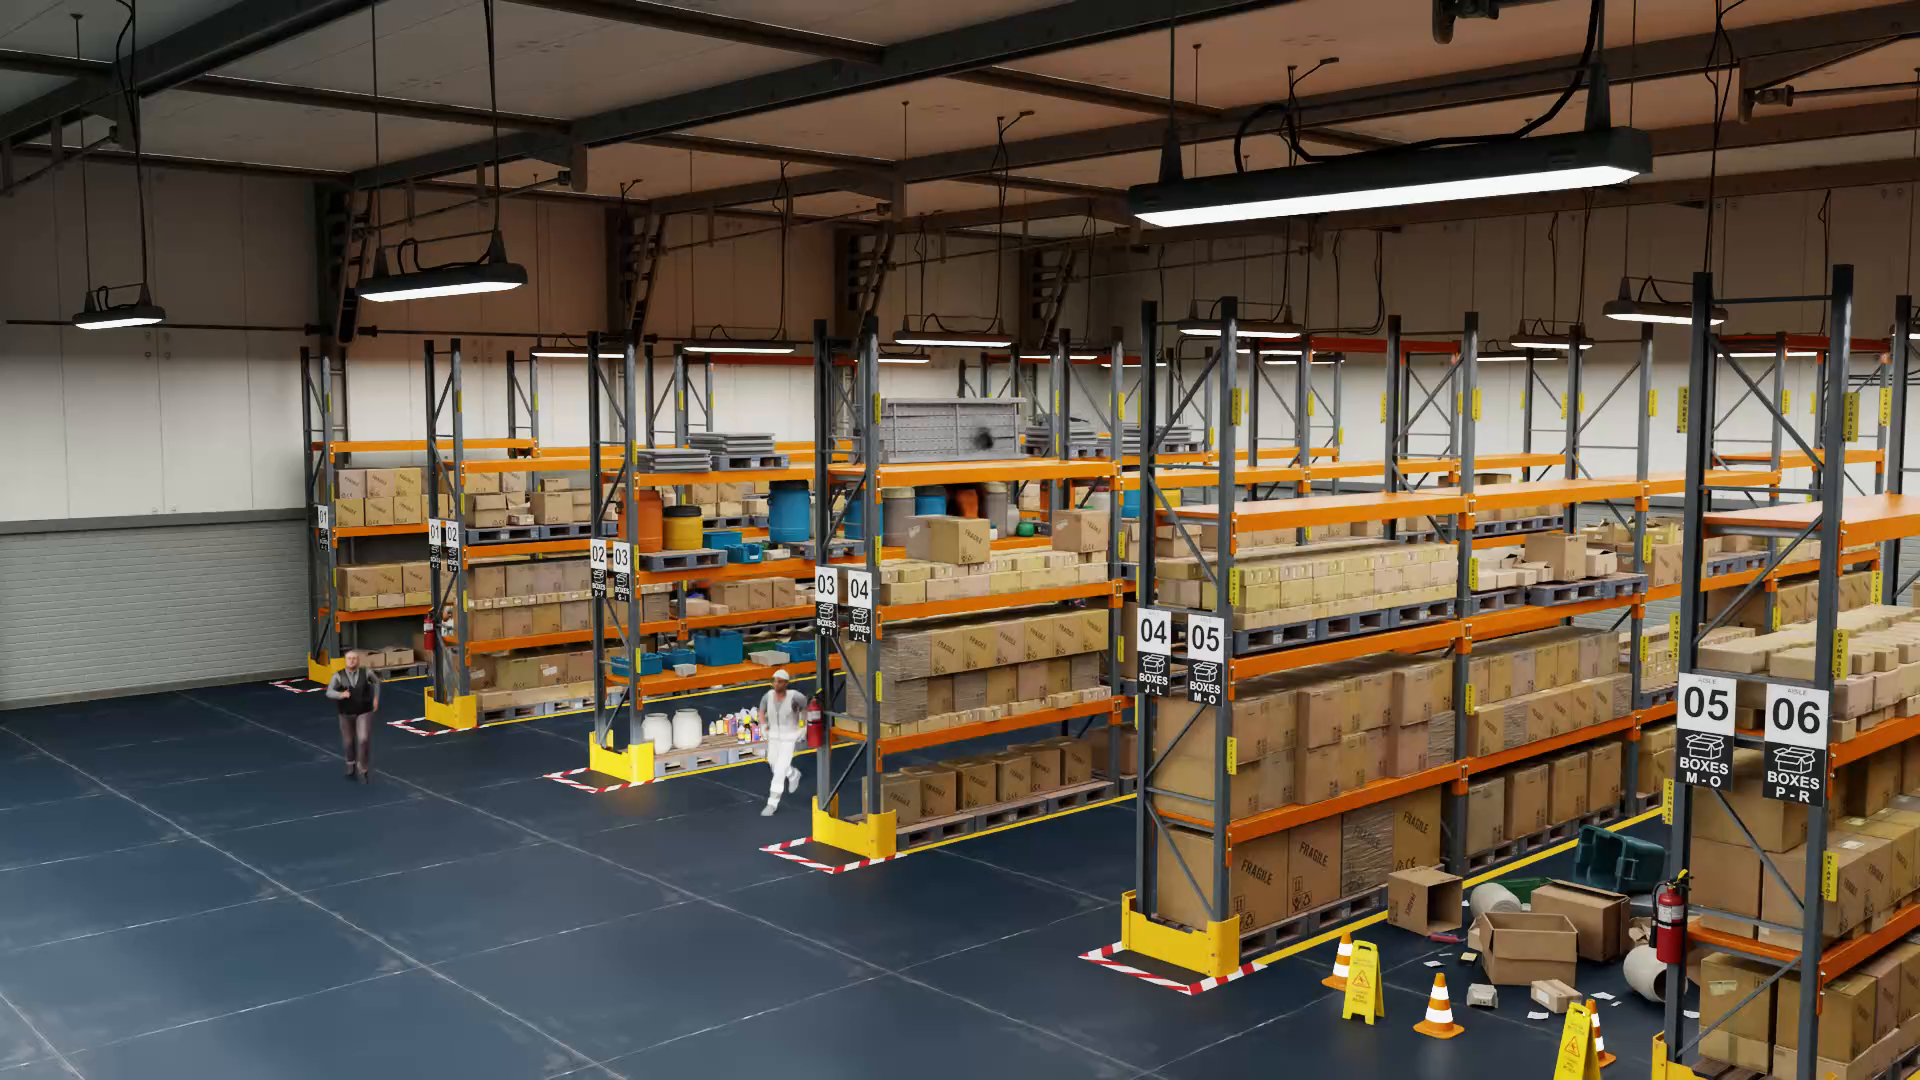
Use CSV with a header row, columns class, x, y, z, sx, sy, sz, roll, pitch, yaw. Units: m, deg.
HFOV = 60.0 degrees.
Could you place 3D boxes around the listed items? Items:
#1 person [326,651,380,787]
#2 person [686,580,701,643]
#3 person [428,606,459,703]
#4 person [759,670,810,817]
class,x,y,z,sx,sy,sz,roll,pitch,yaw
person,-8.073,2.358,22.130,0.656,1.789,0.786,-2,5,-17
person,-5.064,1.574,31.595,0.697,1.650,0.585,-5,7,-44
person,-8.608,1.908,27.898,0.657,1.626,0.530,3,6,34
person,-2.190,2.471,20.668,0.683,1.772,0.964,2,5,19
